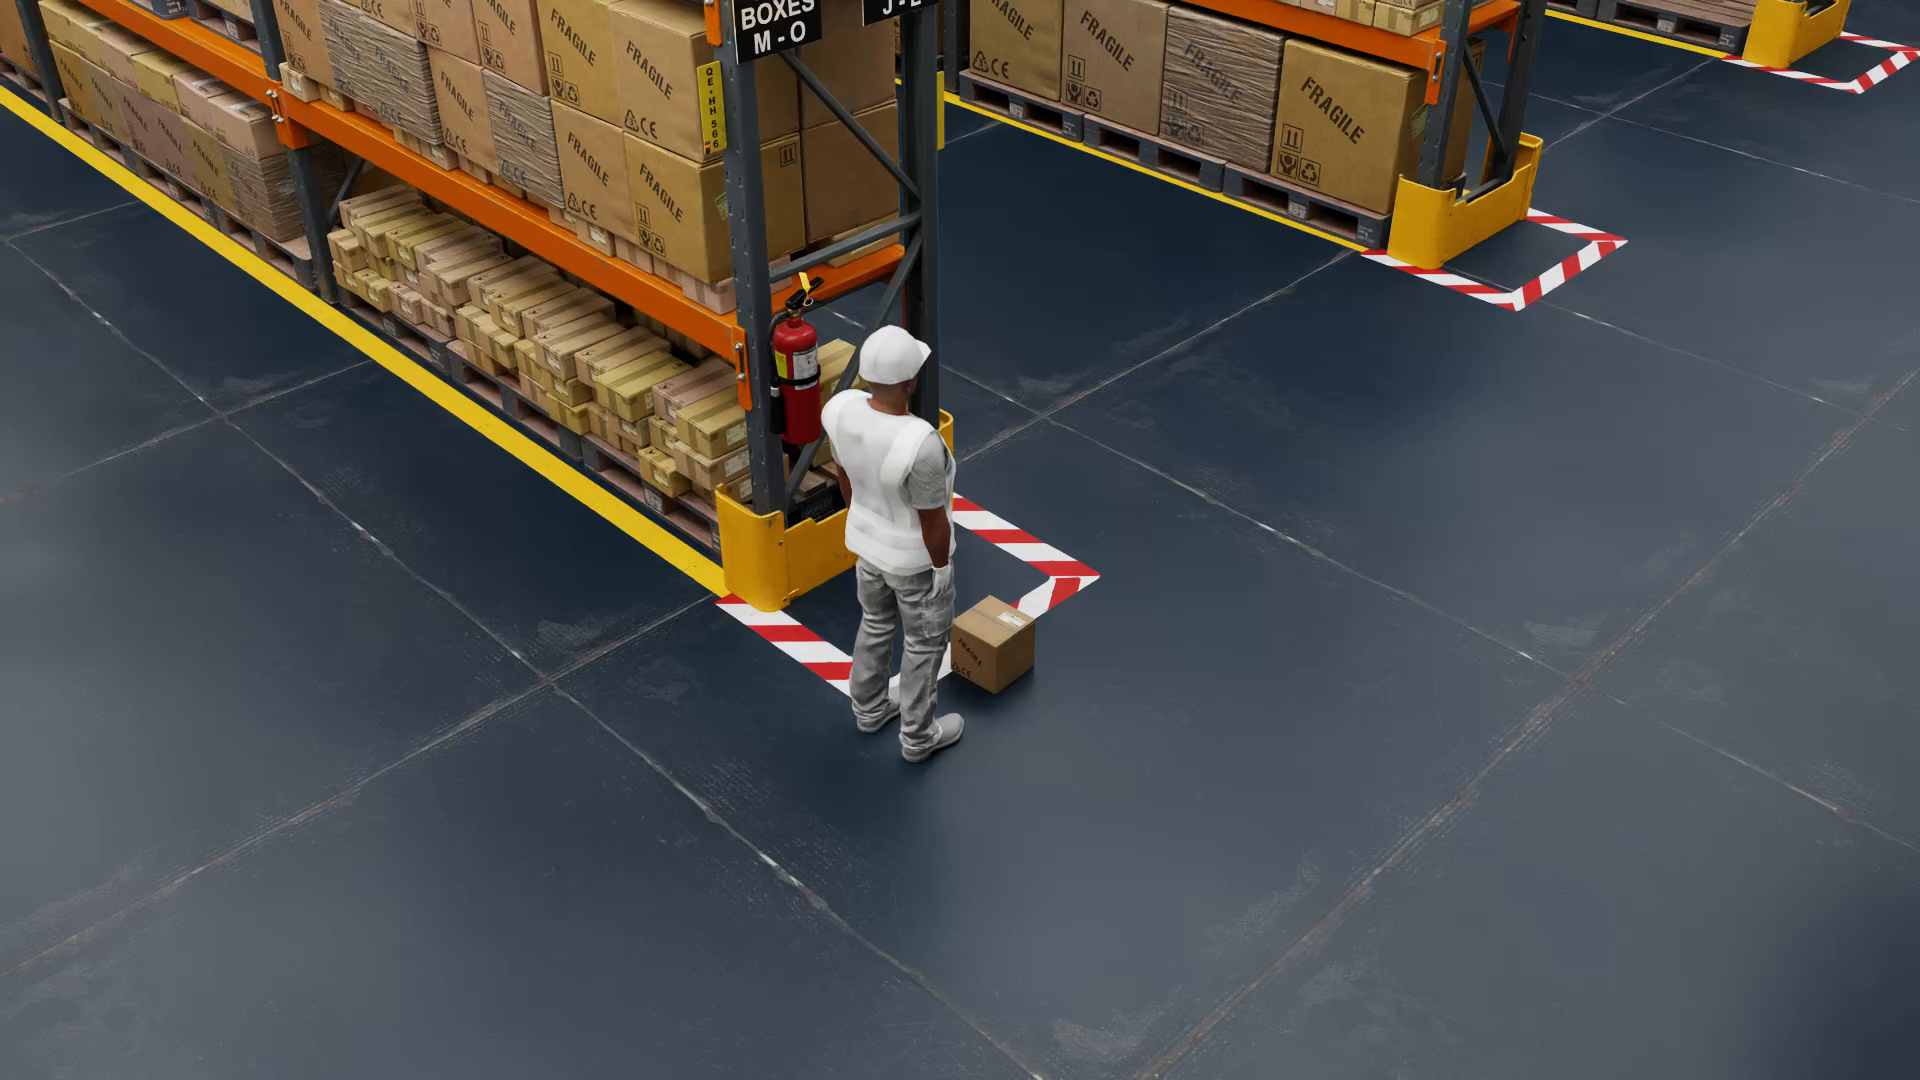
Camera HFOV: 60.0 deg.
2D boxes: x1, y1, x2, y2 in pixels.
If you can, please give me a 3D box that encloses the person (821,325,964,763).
[{"bbox_3d":[-0.226,0.017,6.104,0.545,1.782,0.354,30,45,35],"label":"person"}]
